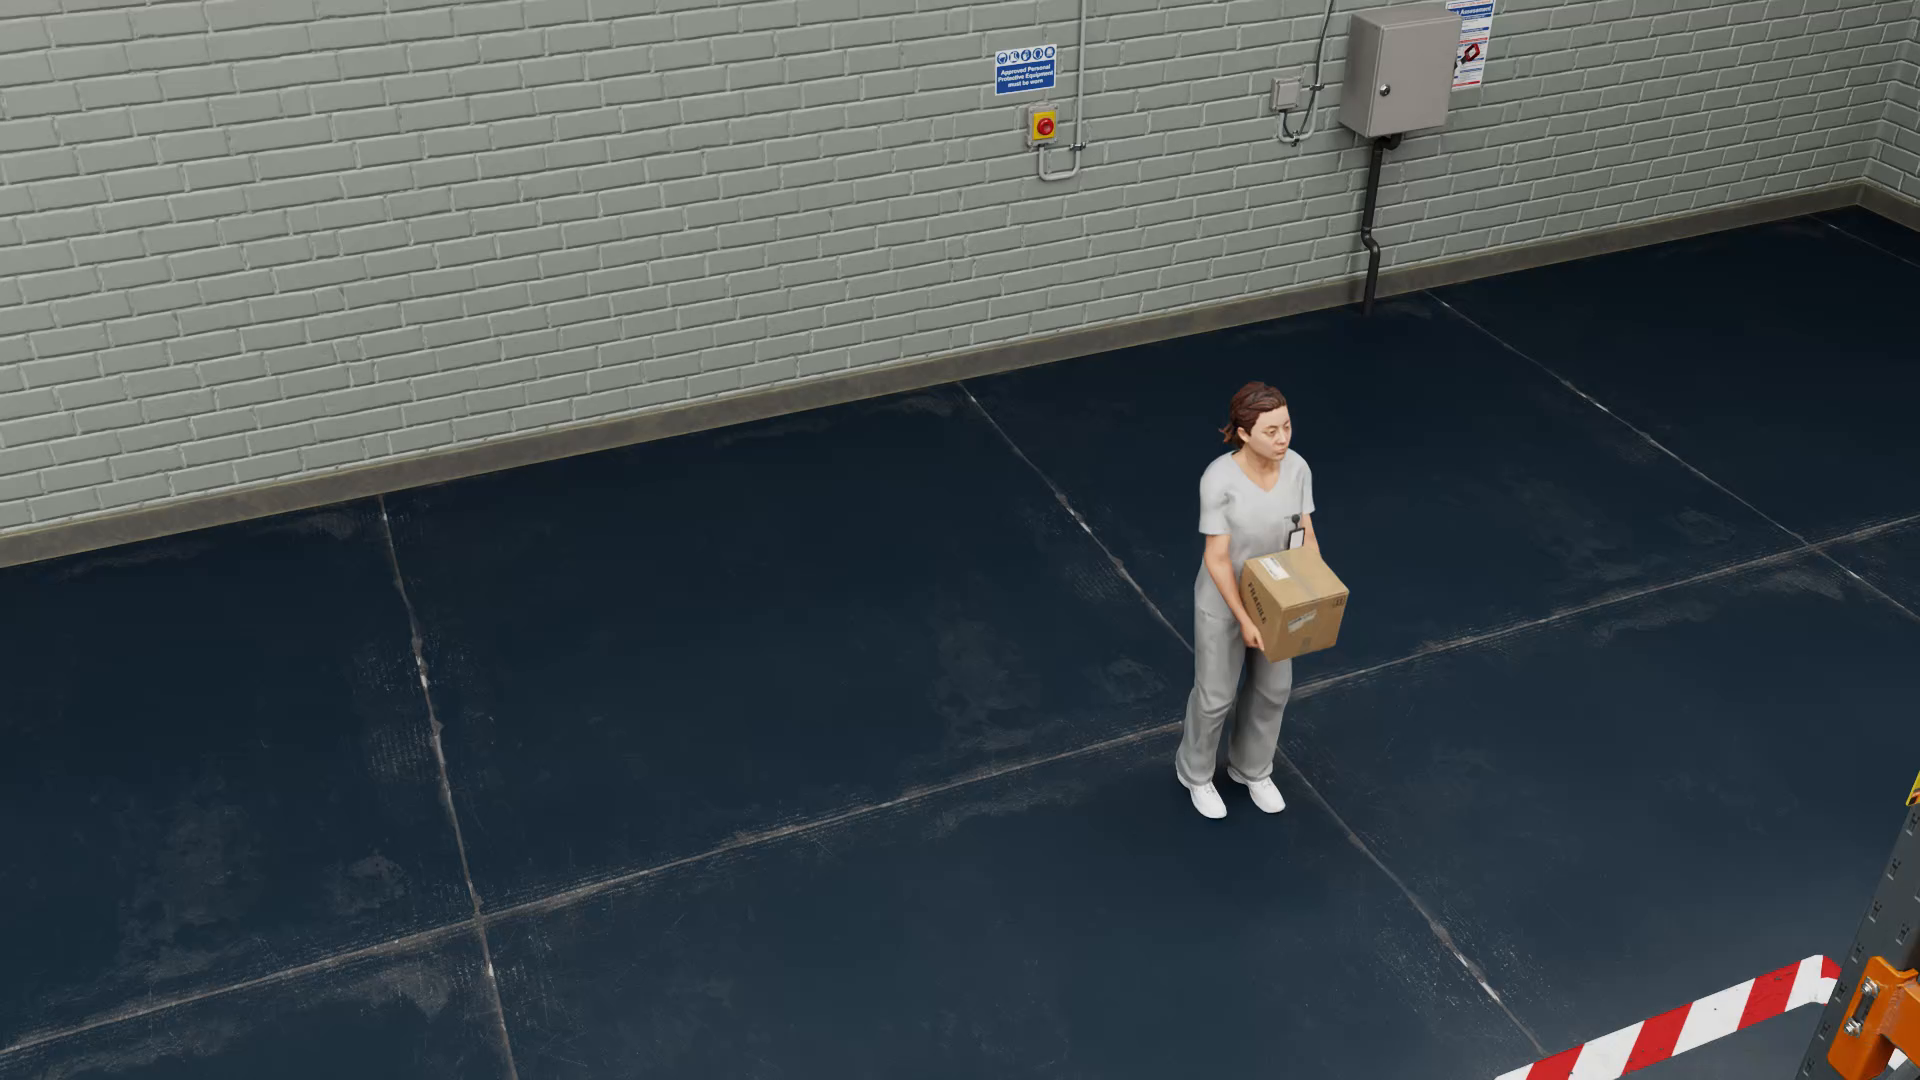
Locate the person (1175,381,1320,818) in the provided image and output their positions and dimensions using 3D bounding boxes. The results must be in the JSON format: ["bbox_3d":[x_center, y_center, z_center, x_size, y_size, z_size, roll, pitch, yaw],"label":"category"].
[{"bbox_3d":[1.023,0.257,5.766,0.436,1.667,0.541,-13,36,-18],"label":"person"}]
